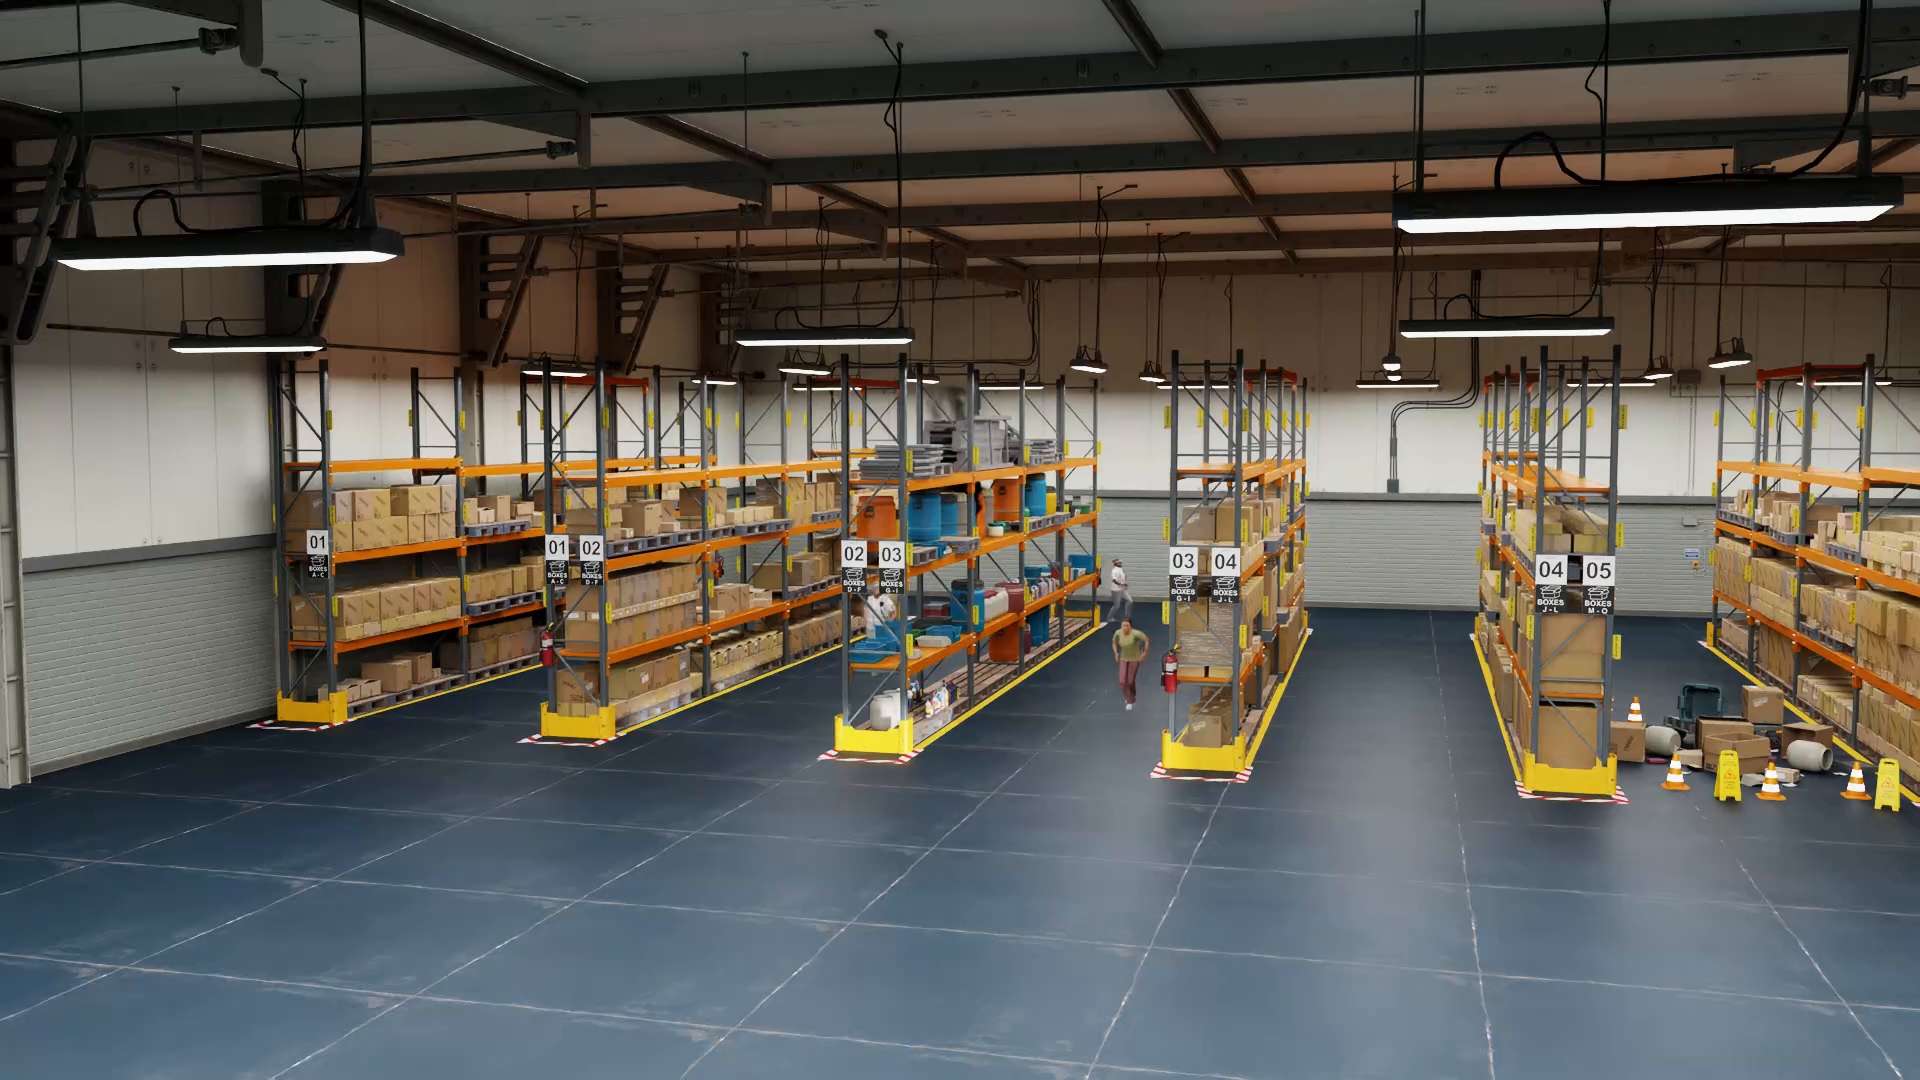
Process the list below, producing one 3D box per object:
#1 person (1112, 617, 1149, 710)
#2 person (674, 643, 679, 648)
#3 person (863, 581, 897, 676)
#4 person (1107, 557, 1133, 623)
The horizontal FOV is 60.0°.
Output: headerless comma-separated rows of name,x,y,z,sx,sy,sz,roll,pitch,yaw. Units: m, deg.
person,2.807,2.008,27.285,0.601,1.555,0.741,1,4,19
person,-6.231,1.549,35.484,0.663,1.787,0.902,0,4,6
person,-1.520,1.631,30.888,0.665,1.752,0.603,2,4,21
person,3.922,1.265,41.120,0.684,1.710,0.574,2,5,29
